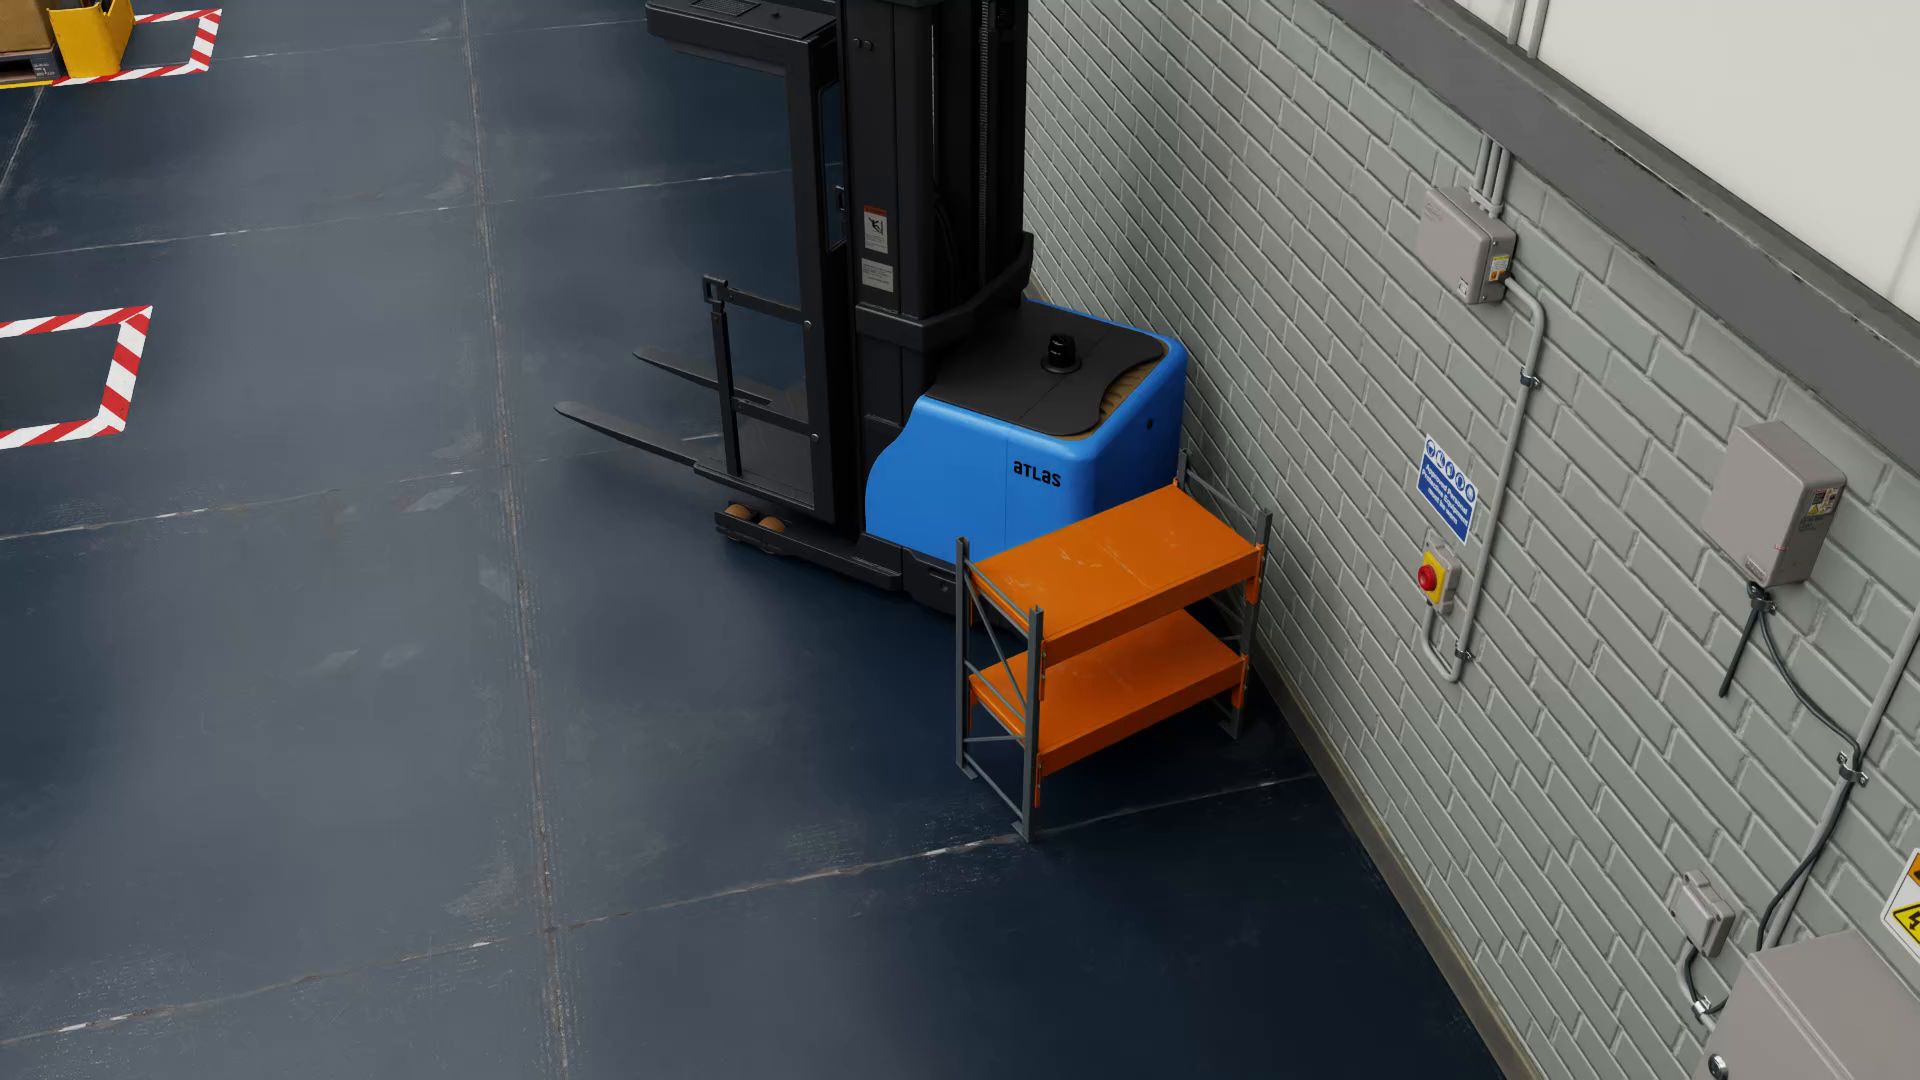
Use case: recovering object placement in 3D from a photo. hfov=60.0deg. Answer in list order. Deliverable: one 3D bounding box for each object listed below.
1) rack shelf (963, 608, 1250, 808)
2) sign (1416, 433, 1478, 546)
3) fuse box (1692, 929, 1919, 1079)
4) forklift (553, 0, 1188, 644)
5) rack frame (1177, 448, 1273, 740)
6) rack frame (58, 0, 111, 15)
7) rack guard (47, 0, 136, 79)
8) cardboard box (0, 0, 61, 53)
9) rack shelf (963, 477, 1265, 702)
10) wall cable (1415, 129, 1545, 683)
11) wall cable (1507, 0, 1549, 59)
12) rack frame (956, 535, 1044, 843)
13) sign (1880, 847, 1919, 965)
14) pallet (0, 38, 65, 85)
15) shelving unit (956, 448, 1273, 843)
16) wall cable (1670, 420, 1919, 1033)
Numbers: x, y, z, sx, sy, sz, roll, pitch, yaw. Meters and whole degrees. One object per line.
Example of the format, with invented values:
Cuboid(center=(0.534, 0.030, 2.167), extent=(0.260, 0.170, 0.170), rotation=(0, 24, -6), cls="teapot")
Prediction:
Cuboid(center=(0.560, 0.588, 6.458), extent=(1.000, 0.278, 0.538), rotation=(-21, 42, -26), cls="rack shelf")
Cuboid(center=(1.541, -0.162, 5.271), extent=(0.001, 0.218, 0.327), rotation=(-9, 38, -12), cls="sign")
Cuboid(center=(1.901, 1.750, 4.054), extent=(0.414, 1.711, 0.539), rotation=(-9, 38, -12), cls="fuse box")
Cuboid(center=(-0.544, -1.357, 7.112), extent=(3.031, 2.935, 1.130), rotation=(20, 42, 24), cls="forklift")
Cuboid(center=(0.987, 0.226, 6.529), extent=(0.032, 1.125, 0.500), rotation=(-21, 42, -26), cls="rack frame")
Cuboid(center=(-6.527, -4.923, 11.717), extent=(0.127, 3.000, 1.000), rotation=(-9, 38, -12), cls="rack frame")
Cuboid(center=(-6.504, -3.934, 12.481), extent=(0.348, 0.500, 1.175), rotation=(-9, 38, -12), cls="rack guard")
Cuboid(center=(-7.124, -4.097, 12.041), extent=(0.875, 0.875, 0.875), rotation=(-9, 38, -12), cls="cardboard box")
Cuboid(center=(0.560, 0.161, 6.131), extent=(1.000, 0.278, 0.538), rotation=(-21, 42, -26), cls="rack shelf")
Cuboid(center=(1.494, -0.433, 4.985), extent=(0.123, 1.953, 0.585), rotation=(-9, 38, -12), cls="wall cable")
Cuboid(center=(1.475, -2.559, 3.689), extent=(0.029, 3.000, 0.463), rotation=(-9, 38, -12), cls="wall cable")
Cuboid(center=(0.133, 0.562, 6.090), extent=(0.032, 1.125, 0.500), rotation=(-21, 42, -26), cls="rack frame")
Cuboid(center=(2.087, 0.845, 3.497), extent=(0.001, 0.242, 0.339), rotation=(-9, 38, -12), cls="sign")
Cuboid(center=(-7.278, -3.643, 12.338), extent=(1.213, 0.211, 1.003), rotation=(-9, 38, -12), cls="pallet")
Cuboid(center=(0.560, 0.394, 6.309), extent=(1.048, 1.125, 0.538), rotation=(-21, 42, -26), cls="shelving unit")
Cuboid(center=(1.875, 0.410, 3.909), extent=(0.122, 1.984, 0.588), rotation=(-9, 38, -12), cls="wall cable")
